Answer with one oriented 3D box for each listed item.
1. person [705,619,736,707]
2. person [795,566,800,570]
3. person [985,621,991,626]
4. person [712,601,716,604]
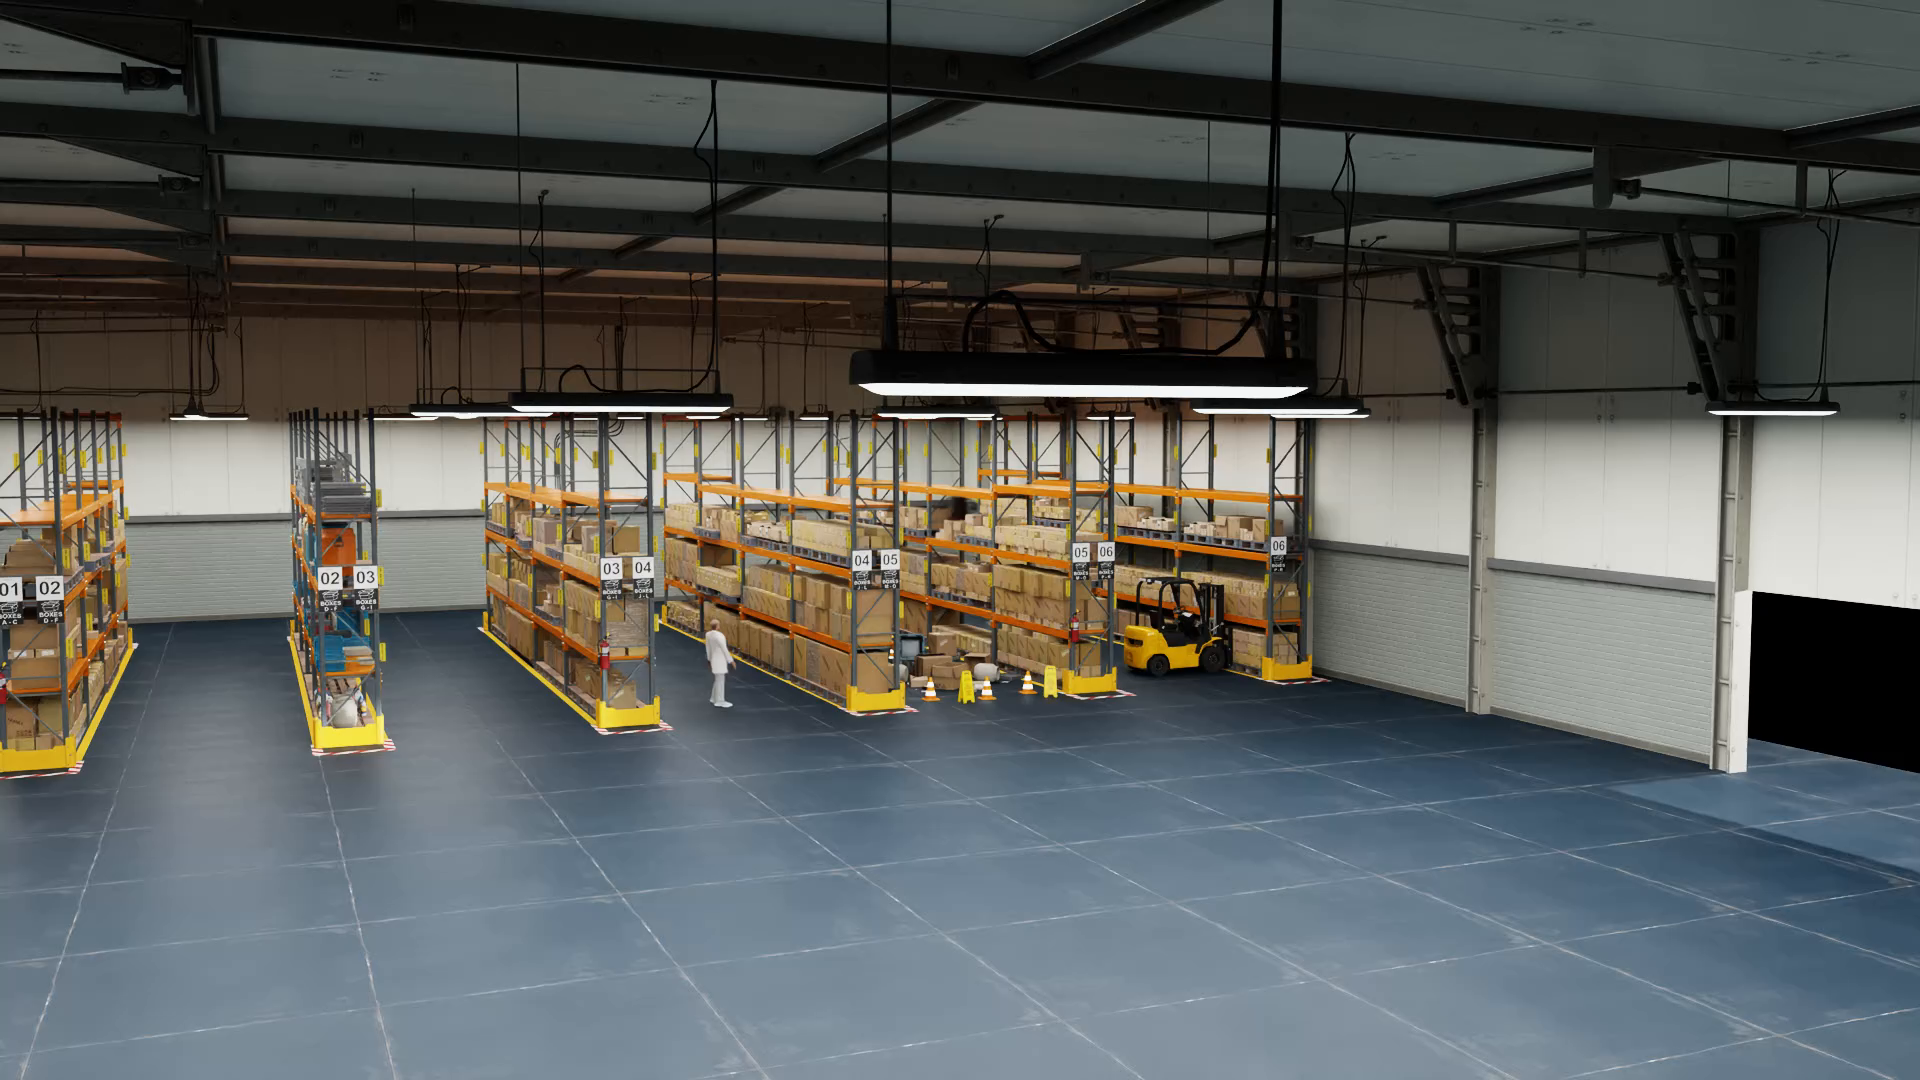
[{"bbox_3d":[-4.837,2.500,33.670,0.561,1.831,0.671,-1,4,-17],"label":"person"},{"bbox_3d":[-4.533,1.610,46.006,0.587,1.801,0.430,3,5,35],"label":"person"},{"bbox_3d":[0.816,1.445,44.771,0.348,1.696,0.548,-1,4,-18],"label":"person"},{"bbox_3d":[-7.219,1.252,51.468,0.900,1.741,0.602,2,4,24],"label":"person"}]
